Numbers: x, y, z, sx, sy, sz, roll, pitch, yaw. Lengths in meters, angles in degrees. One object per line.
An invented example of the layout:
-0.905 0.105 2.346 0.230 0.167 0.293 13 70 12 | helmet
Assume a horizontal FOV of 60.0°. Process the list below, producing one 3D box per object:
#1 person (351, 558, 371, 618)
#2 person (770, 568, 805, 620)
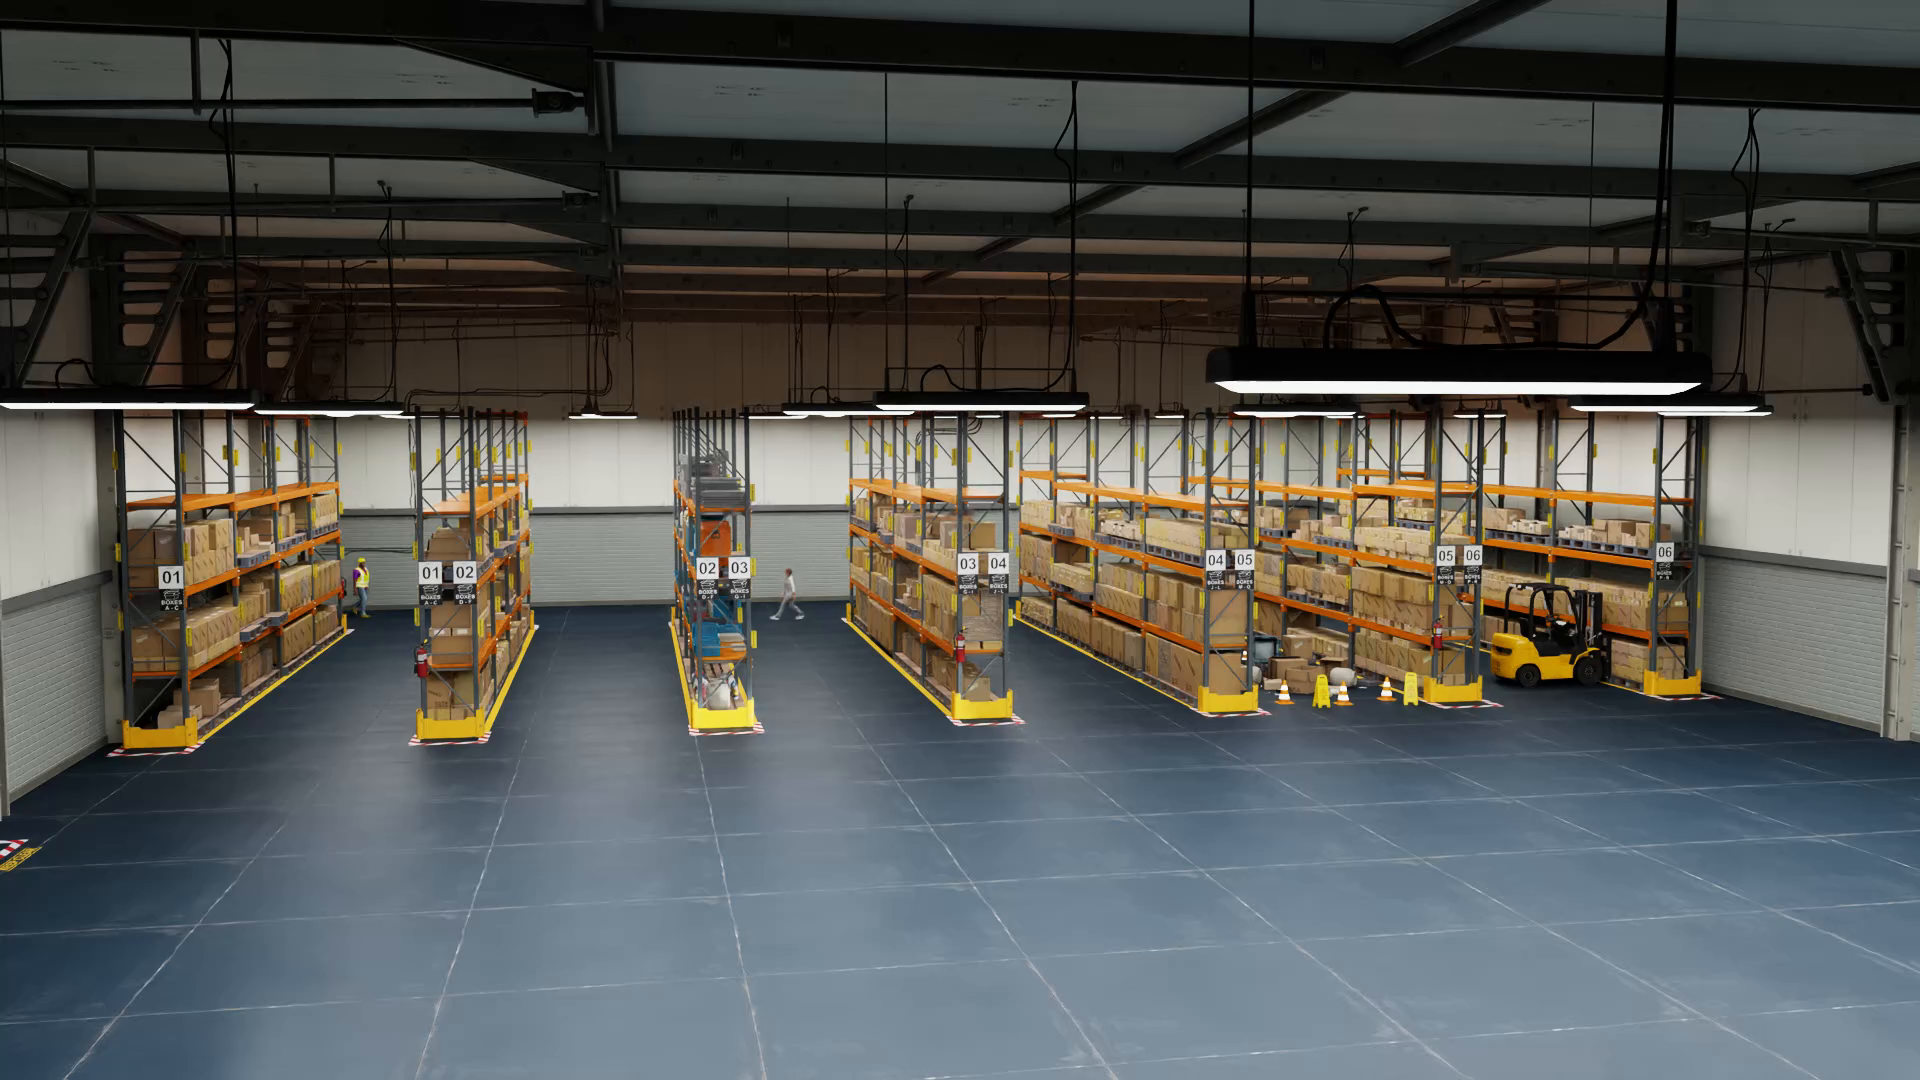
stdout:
-17.501 1.390 48.494 0.740 1.748 0.558 1 4 12 | person
-4.977 1.554 47.878 1.020 1.511 0.384 -1 4 -9 | person
